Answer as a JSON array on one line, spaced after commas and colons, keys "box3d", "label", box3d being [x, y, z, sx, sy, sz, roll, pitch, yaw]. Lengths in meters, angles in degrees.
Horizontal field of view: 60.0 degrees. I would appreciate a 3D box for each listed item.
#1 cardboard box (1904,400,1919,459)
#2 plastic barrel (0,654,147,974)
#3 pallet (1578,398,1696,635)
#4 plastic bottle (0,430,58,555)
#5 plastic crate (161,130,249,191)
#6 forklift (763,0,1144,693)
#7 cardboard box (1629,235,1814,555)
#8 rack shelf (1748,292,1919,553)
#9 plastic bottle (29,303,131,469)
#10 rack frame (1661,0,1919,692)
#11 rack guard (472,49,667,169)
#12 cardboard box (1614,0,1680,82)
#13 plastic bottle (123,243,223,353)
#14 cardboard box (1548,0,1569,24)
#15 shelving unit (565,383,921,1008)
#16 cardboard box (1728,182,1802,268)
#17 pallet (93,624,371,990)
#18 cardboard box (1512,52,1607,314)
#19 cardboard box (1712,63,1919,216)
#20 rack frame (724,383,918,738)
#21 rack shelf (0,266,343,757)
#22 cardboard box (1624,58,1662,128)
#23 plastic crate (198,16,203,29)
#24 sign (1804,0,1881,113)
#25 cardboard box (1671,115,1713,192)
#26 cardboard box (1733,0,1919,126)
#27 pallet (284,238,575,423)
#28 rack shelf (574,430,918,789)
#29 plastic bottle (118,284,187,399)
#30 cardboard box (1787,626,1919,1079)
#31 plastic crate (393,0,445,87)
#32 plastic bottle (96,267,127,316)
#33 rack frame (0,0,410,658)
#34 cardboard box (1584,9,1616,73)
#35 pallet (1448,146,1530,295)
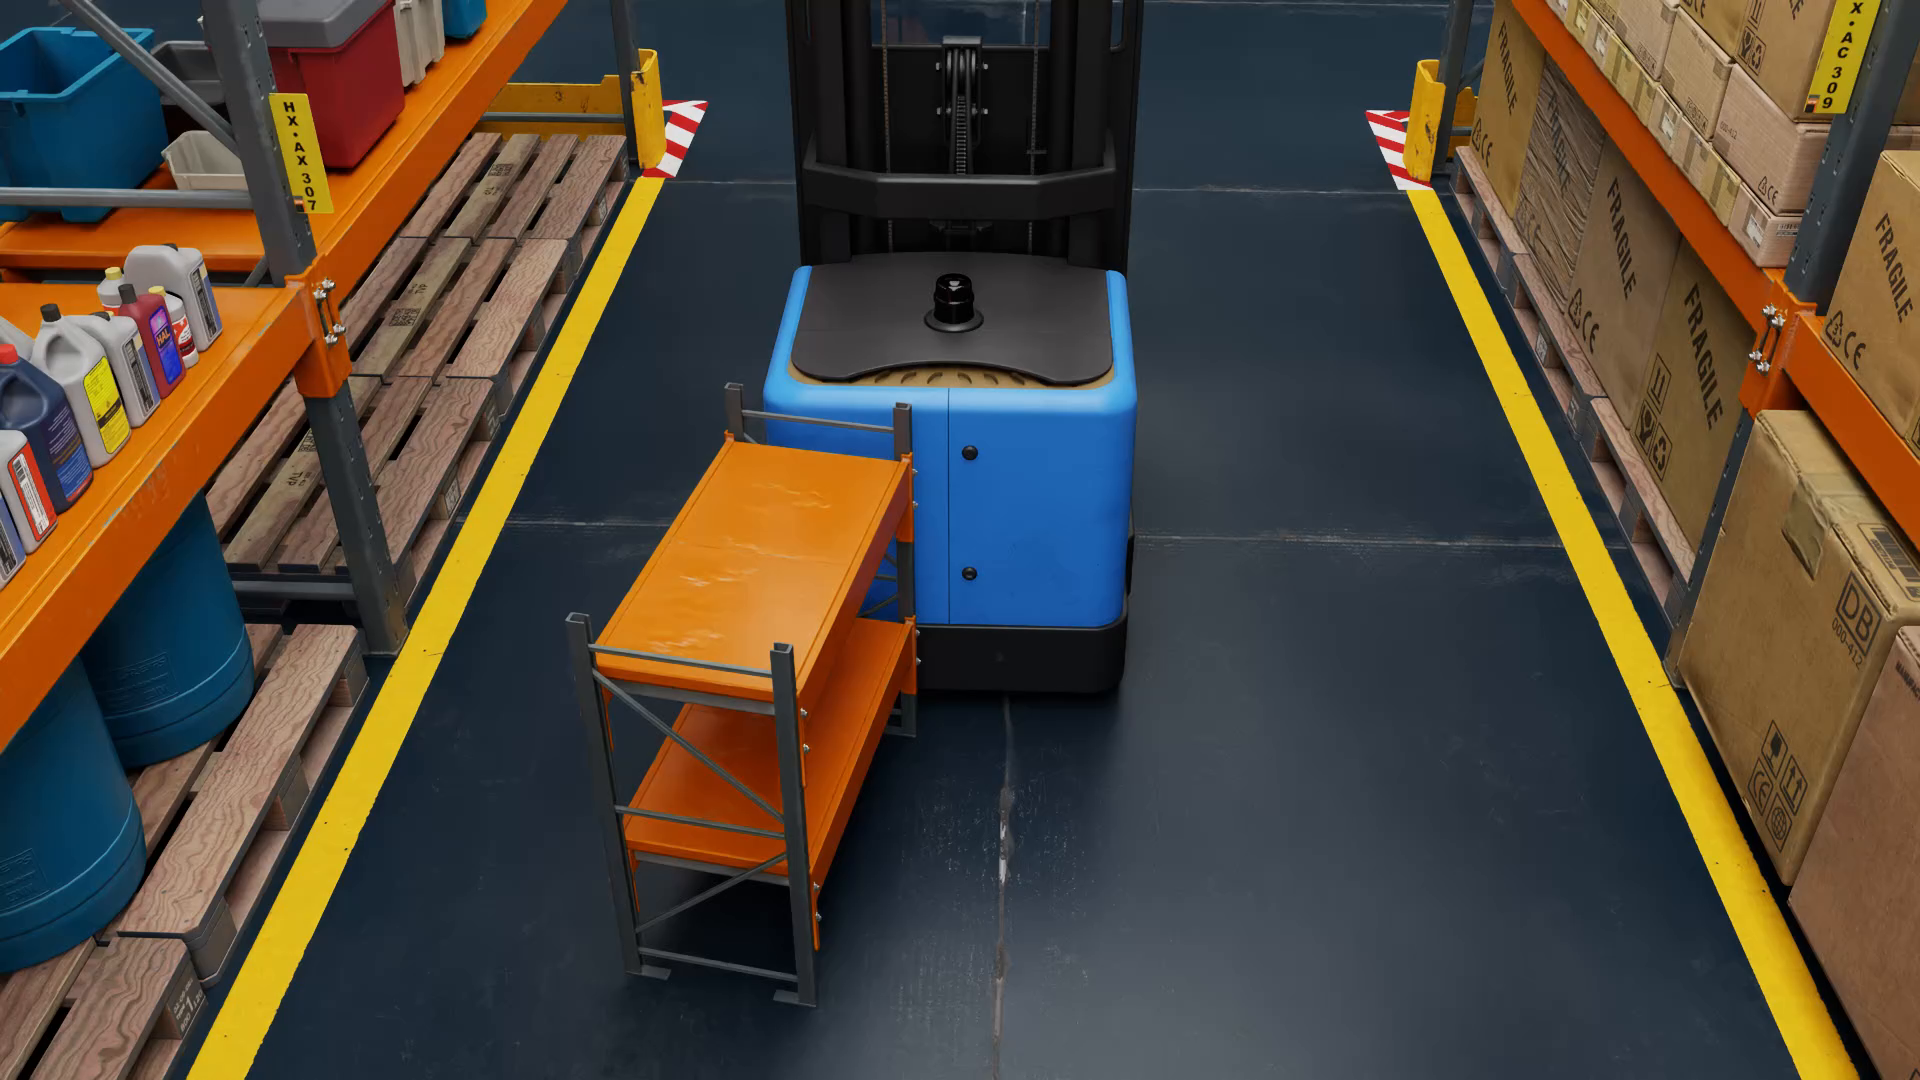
[{"box3d": [2.399, -0.282, 3.456, 0.500, 0.500, 0.500, 1, 35, 2], "label": "cardboard box"}, {"box3d": [-2.330, 0.502, 3.886, 0.600, 0.901, 0.708, 1, 35, 2], "label": "plastic barrel"}, {"box3d": [2.795, -0.083, 5.685, 1.003, 0.211, 1.213, 1, 35, 2], "label": "pallet"}, {"box3d": [-1.990, -0.119, 3.419, 0.152, 0.276, 0.135, 1, 35, 2], "label": "plastic bottle"}, {"box3d": [-2.101, -1.084, 4.861, 0.396, 0.136, 0.243, 1, 35, 2], "label": "plastic crate"}, {"box3d": [0.023, -1.561, 5.422, 1.130, 2.935, 3.031, 1, 35, 2], "label": "forklift"}, {"box3d": [2.793, -0.469, 5.291, 0.875, 0.875, 0.875, 1, 35, 2], "label": "cardboard box"}, {"box3d": [2.606, 0.654, 2.836, 1.077, 0.370, 4.000, 1, 35, 2], "label": "rack shelf"}, {"box3d": [-1.972, -0.347, 3.679, 0.144, 0.351, 0.185, 1, 35, 2], "label": "plastic bottle"}, {"box3d": [2.687, -0.789, 4.264, 1.000, 3.000, 0.127, 1, 35, 2], "label": "rack frame"}, {"box3d": [-2.114, -2.193, 8.435, 1.175, 0.500, 0.348, 1, 35, 2], "label": "rack guard"}, {"box3d": [2.481, -1.700, 5.431, 0.500, 0.250, 0.500, 2, 35, 3], "label": "cardboard box"}, {"box3d": [-1.955, -0.619, 4.129, 0.152, 0.276, 0.135, 1, 35, 2], "label": "plastic bottle"}, {"box3d": [2.454, -2.049, 6.275, 0.380, 0.149, 0.250, 1, 35, 1], "label": "cardboard box"}, {"box3d": [-0.484, 0.370, 4.245, 0.538, 1.125, 1.048, 7, 36, 10], "label": "shelving unit"}, {"box3d": [2.372, -0.869, 4.596, 0.380, 0.149, 0.250, 2, 35, 2], "label": "cardboard box"}, {"box3d": [-2.335, 0.680, 4.599, 1.003, 0.211, 1.213, 1, 35, 2], "label": "pallet"}, {"box3d": [2.865, -1.497, 6.754, 0.875, 0.875, 0.875, 1, 35, 2], "label": "cardboard box"}, {"box3d": [2.442, -1.109, 4.591, 0.500, 0.250, 0.500, 1, 35, 1], "label": "cardboard box"}, {"box3d": [-0.372, 0.085, 4.650, 0.500, 1.125, 0.032, 7, 36, 10], "label": "rack frame"}, {"box3d": [-2.343, 0.540, 2.998, 1.077, 0.370, 4.000, 1, 35, 2], "label": "rack shelf"}, {"box3d": [2.412, -1.460, 5.437, 0.380, 0.149, 0.250, 2, 35, 3], "label": "cardboard box"}, {"box3d": [-2.493, -1.827, 5.919, 0.293, 0.136, 0.466, 1, 35, 2], "label": "plastic crate"}, {"box3d": [2.132, -1.187, 4.009, 0.100, 0.325, 0.005, 1, 35, 2], "label": "sign"}, {"box3d": [2.392, -1.164, 5.016, 0.380, 0.149, 0.250, 1, 35, 1], "label": "cardboard box"}, {"box3d": [2.438, -1.426, 4.390, 0.500, 0.500, 0.500, 2, 35, 3], "label": "cardboard box"}, {"box3d": [-2.225, -0.889, 6.831, 1.003, 0.211, 1.213, 1, 35, 2], "label": "pallet"}, {"box3d": [-0.484, 0.131, 4.076, 0.538, 0.278, 1.000, 7, 36, 10], "label": "rack shelf"}, {"box3d": [-1.919, -0.488, 3.937, 0.061, 0.283, 0.133, 1, 35, 2], "label": "plastic bottle"}, {"box3d": [2.646, 0.790, 3.500, 1.225, 0.875, 0.875, 0, 35, 0], "label": "cardboard box"}, {"box3d": [-2.017, -1.752, 5.686, 0.437, 0.282, 0.530, 1, 35, 2], "label": "plastic crate"}, {"box3d": [-2.081, -0.580, 4.140, 0.097, 0.201, 0.097, 0, 35, 0], "label": "plastic bottle"}, {"box3d": [-2.262, -0.903, 4.427, 1.000, 3.000, 0.127, 1, 35, 2], "label": "rack frame"}, {"box3d": [2.434, -1.753, 5.855, 0.380, 0.149, 0.250, 2, 35, 3], "label": "cardboard box"}, {"box3d": [2.893, -1.485, 7.679, 1.003, 0.211, 1.213, 1, 35, 2], "label": "pallet"}]
